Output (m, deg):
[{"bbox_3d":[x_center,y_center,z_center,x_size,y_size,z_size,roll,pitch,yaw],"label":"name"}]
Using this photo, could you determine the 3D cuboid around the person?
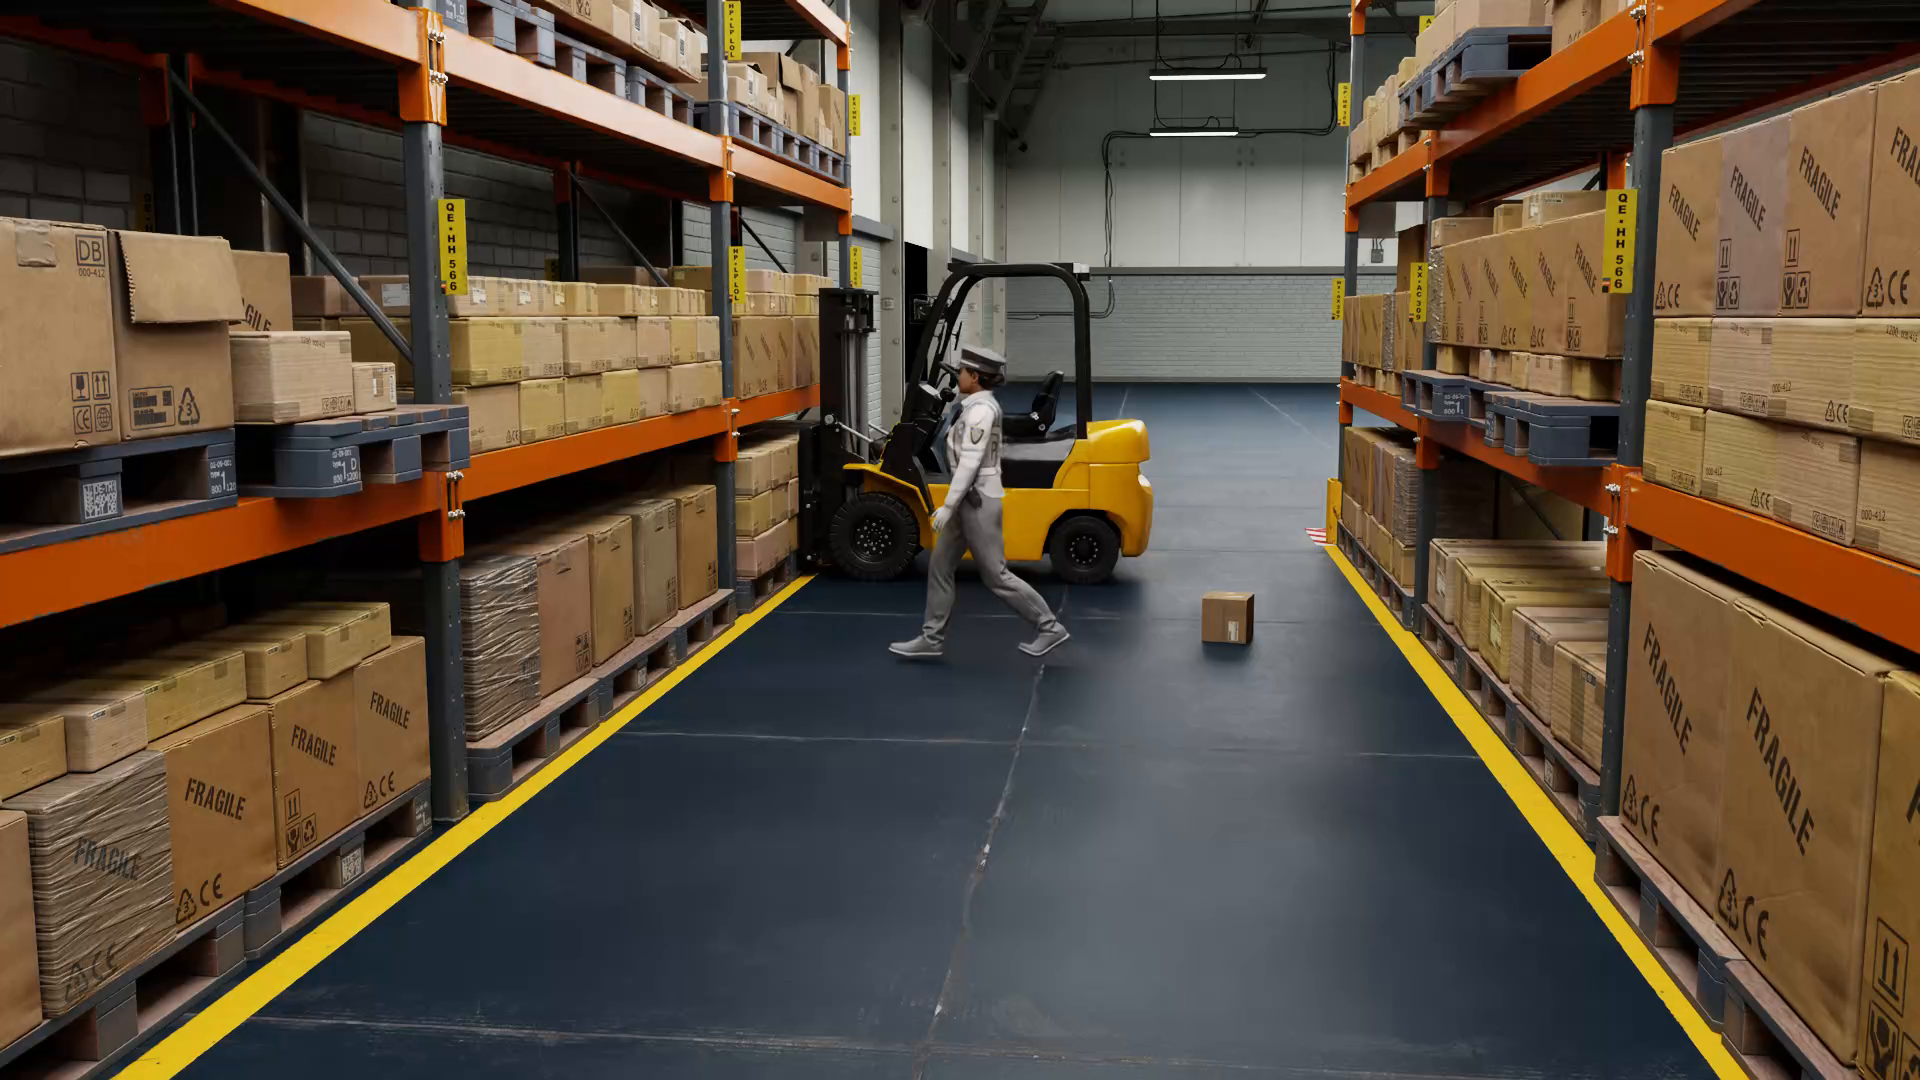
[{"bbox_3d":[0.095,-0.190,8.570,0.947,1.644,0.482,0,8,0],"label":"person"}]
